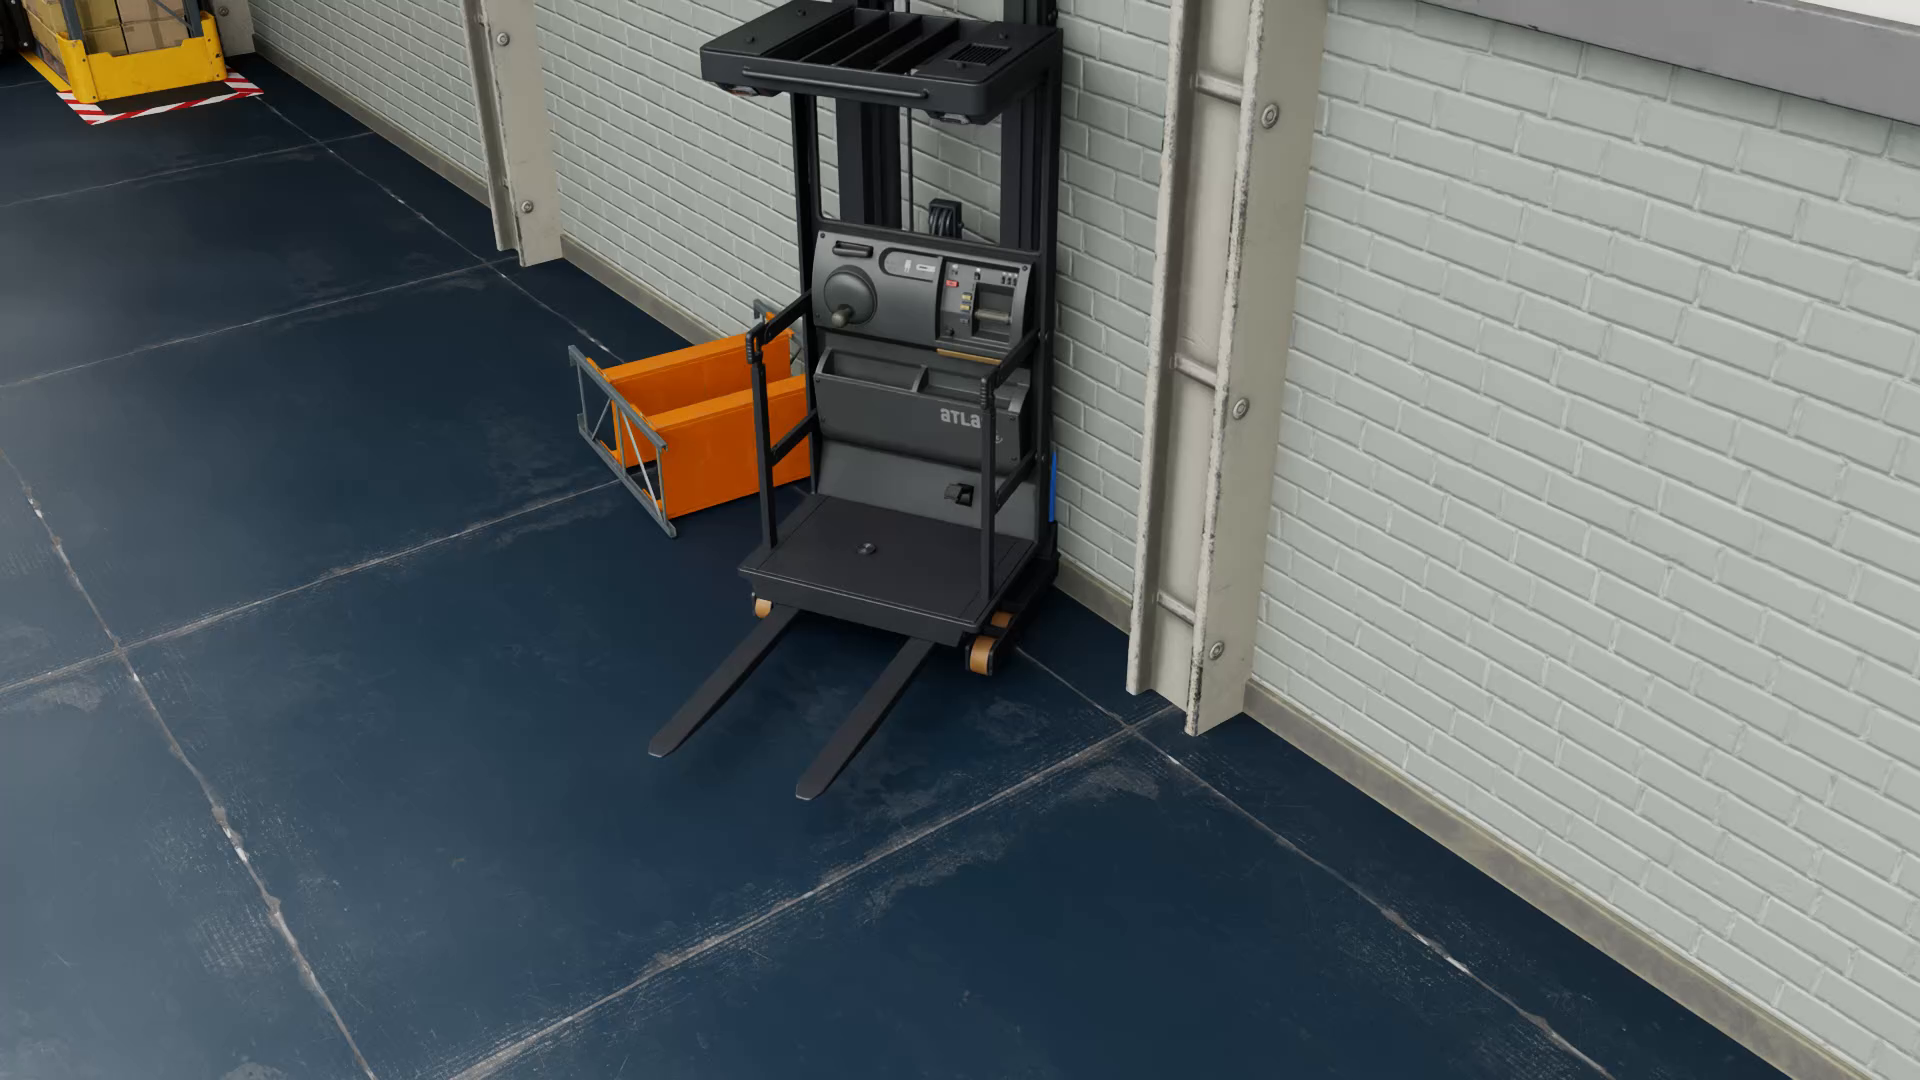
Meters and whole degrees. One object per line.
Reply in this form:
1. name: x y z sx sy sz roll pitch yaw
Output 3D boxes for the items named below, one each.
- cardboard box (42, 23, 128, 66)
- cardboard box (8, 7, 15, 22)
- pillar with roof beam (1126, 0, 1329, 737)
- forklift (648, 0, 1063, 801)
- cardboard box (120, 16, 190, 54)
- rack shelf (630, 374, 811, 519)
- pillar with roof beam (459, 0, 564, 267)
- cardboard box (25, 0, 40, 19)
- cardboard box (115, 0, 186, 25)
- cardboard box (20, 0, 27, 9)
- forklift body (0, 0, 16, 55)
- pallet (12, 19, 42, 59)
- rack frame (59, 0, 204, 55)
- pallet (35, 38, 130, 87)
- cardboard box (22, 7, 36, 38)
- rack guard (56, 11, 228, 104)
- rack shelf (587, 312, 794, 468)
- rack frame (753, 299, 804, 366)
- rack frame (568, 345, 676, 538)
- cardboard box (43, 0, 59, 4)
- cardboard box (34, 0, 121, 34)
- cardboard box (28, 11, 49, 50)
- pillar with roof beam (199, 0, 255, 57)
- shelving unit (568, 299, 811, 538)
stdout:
1. cardboard box: -7.267 -4.158 13.810 0.500 0.250 0.500 -22 38 -31
2. cardboard box: -8.200 -4.789 14.826 0.500 0.250 0.500 -21 38 -30
3. pillar with roof beam: -2.486 -1.790 2.103 9.100 9.000 0.400 -22 38 -31
4. forklift: -0.243 -0.943 6.490 1.130 2.935 3.031 13 34 19
5. cardboard box: -6.876 -4.332 14.090 0.500 0.250 0.500 -22 38 -31
6. rack shelf: -1.045 -0.497 8.018 1.000 0.538 0.278 -19 39 -27
7. pillar with roof beam: -6.165 -4.291 6.129 9.100 9.000 0.400 -22 38 -31
8. cardboard box: -7.573 -4.591 14.033 0.500 0.250 0.500 -23 38 -32
9. cardboard box: -6.853 -4.540 13.951 0.500 0.250 0.500 -21 38 -31
10. cardboard box: -7.907 -4.799 14.368 0.500 0.250 0.500 -23 39 -32
11. forklift body: -9.333 -4.893 13.590 2.313 2.155 1.214 -22 38 -31
12. pallet: -7.975 -4.683 15.089 1.003 0.211 1.213 -22 38 -31
13. rack frame: -6.729 -5.054 13.044 1.000 3.000 0.127 -22 38 -31
14. pallet: -7.231 -4.175 14.271 1.003 0.211 1.213 -22 38 -31
15. cardboard box: -7.864 -4.580 14.489 0.500 0.250 0.500 -22 38 -31
16. rack guard: -6.714 -3.982 13.688 1.175 0.500 0.348 -22 38 -31
17. rack shelf: -1.333 -0.753 8.393 1.000 0.538 0.278 -19 39 -27
18. rack frame: -0.772 -0.784 8.451 0.032 0.500 1.125 -19 39 -27
19. rack frame: -1.632 -0.489 7.994 0.032 0.500 1.125 -19 39 -27
20. cardboard box: -7.258 -4.580 13.542 0.500 0.250 0.500 -21 37 -30
21. cardboard box: -7.274 -4.378 13.691 0.500 0.250 0.500 -23 38 -32
22. cardboard box: -7.564 -4.368 14.148 0.500 0.250 0.500 -22 38 -31
23. pillar with roof beam: -9.845 -6.791 10.156 9.100 9.000 0.400 -22 38 -31
24. shelving unit: -1.202 -0.637 8.222 1.048 0.538 1.125 -19 39 -27
